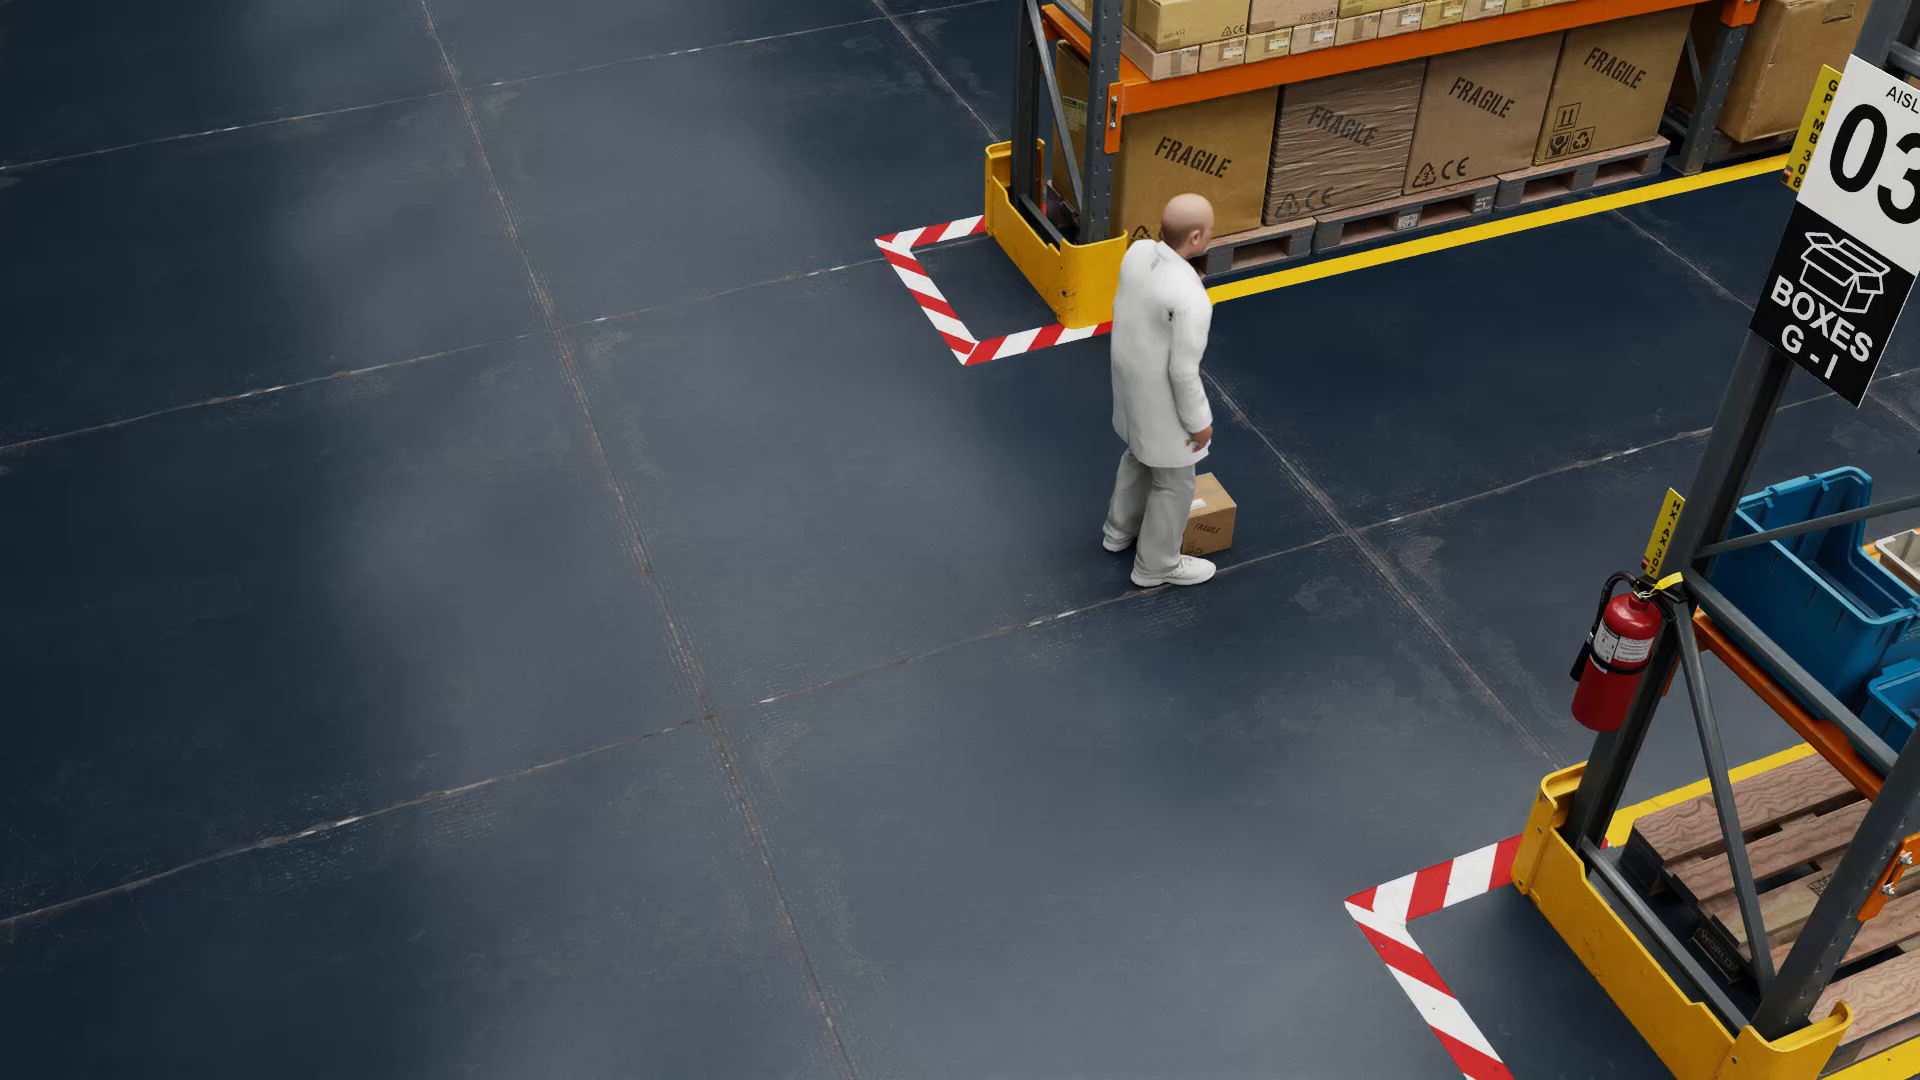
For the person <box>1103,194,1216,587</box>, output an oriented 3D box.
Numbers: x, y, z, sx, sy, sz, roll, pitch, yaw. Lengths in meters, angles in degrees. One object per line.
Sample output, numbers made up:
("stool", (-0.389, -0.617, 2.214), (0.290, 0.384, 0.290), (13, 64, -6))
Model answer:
("person", (0.836, -0.613, 6.870), (0.422, 1.775, 0.643), (-15, 43, -16))
